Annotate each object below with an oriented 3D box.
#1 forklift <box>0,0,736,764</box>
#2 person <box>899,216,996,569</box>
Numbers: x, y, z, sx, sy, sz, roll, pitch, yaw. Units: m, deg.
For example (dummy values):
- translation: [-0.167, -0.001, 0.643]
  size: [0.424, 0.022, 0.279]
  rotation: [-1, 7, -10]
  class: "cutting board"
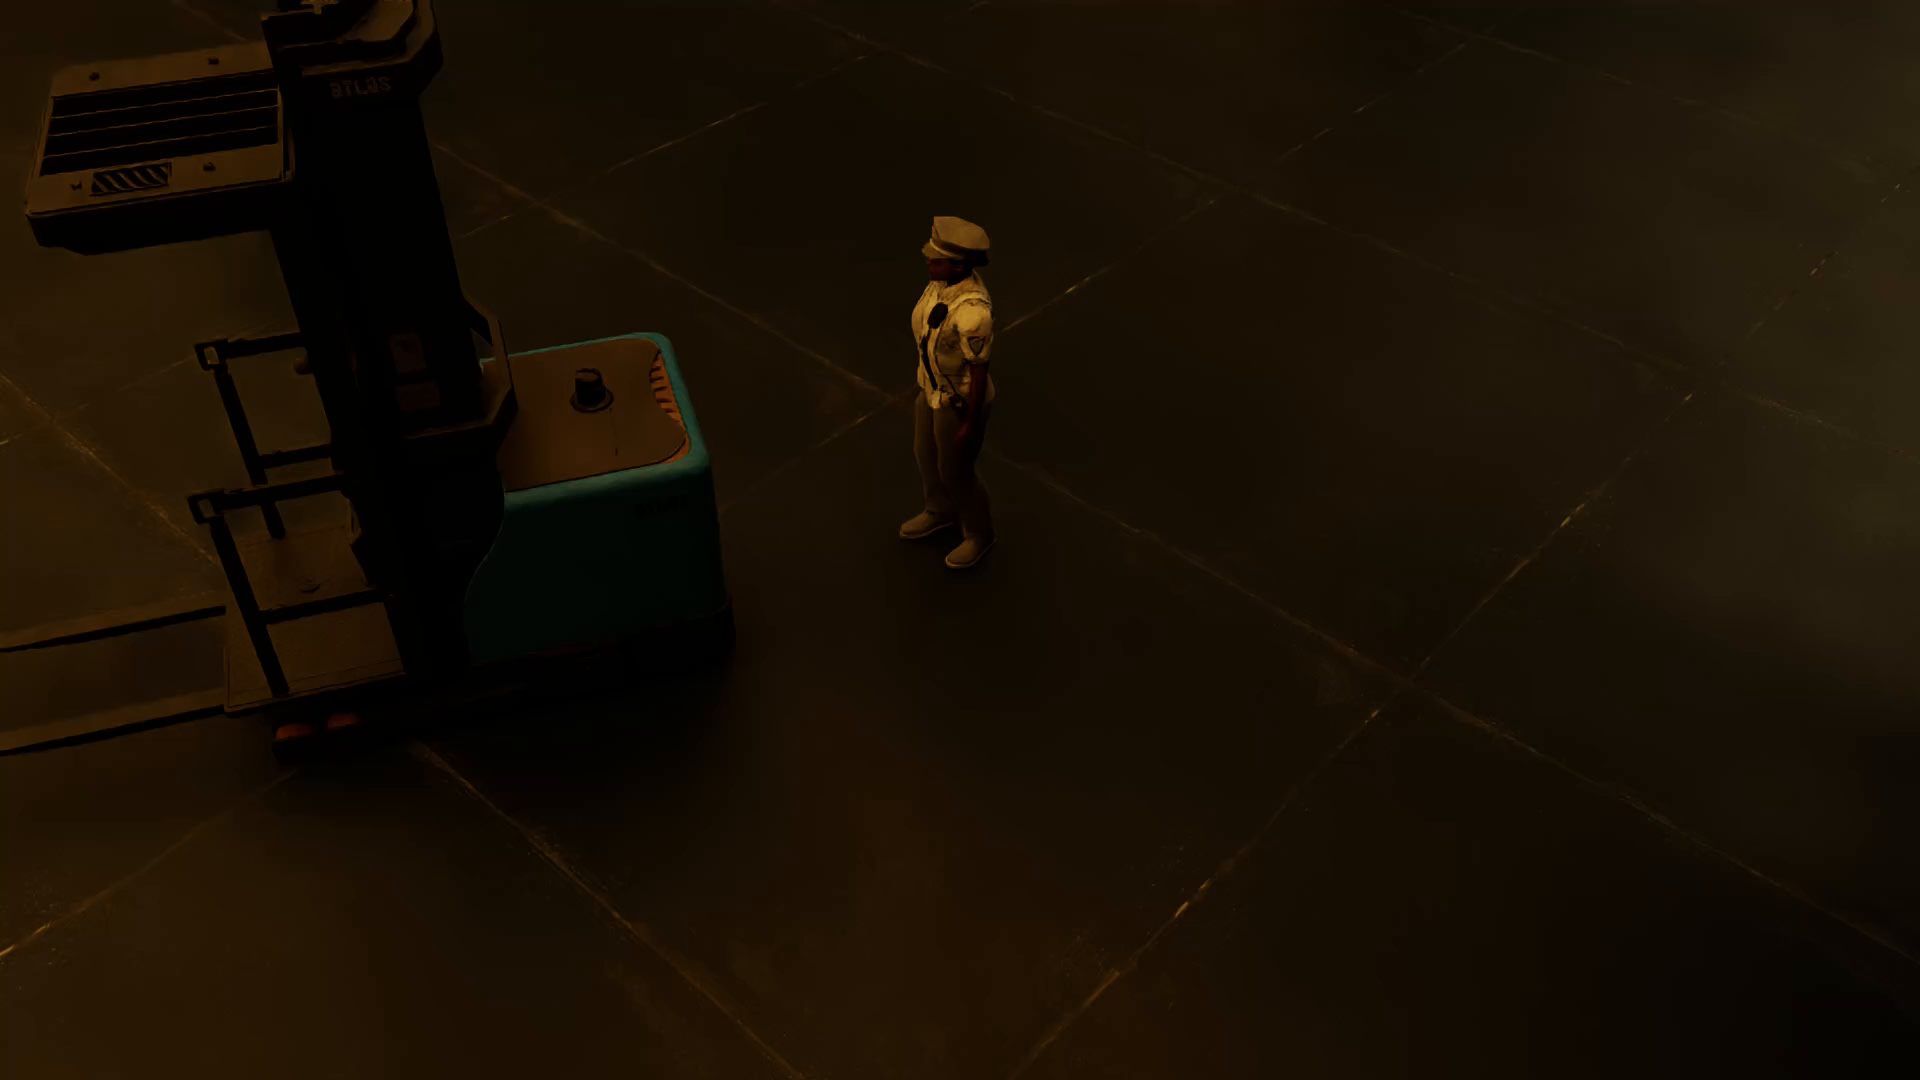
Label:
- translation: [-2.530, -0.611, 6.140]
  size: [3.031, 2.935, 1.130]
  rotation: [-12, 42, -13]
  class: "forklift"
- translation: [-0.044, -0.610, 7.109]
  size: [0.416, 1.682, 0.469]
  rotation: [-11, 42, -12]
  class: "person"
